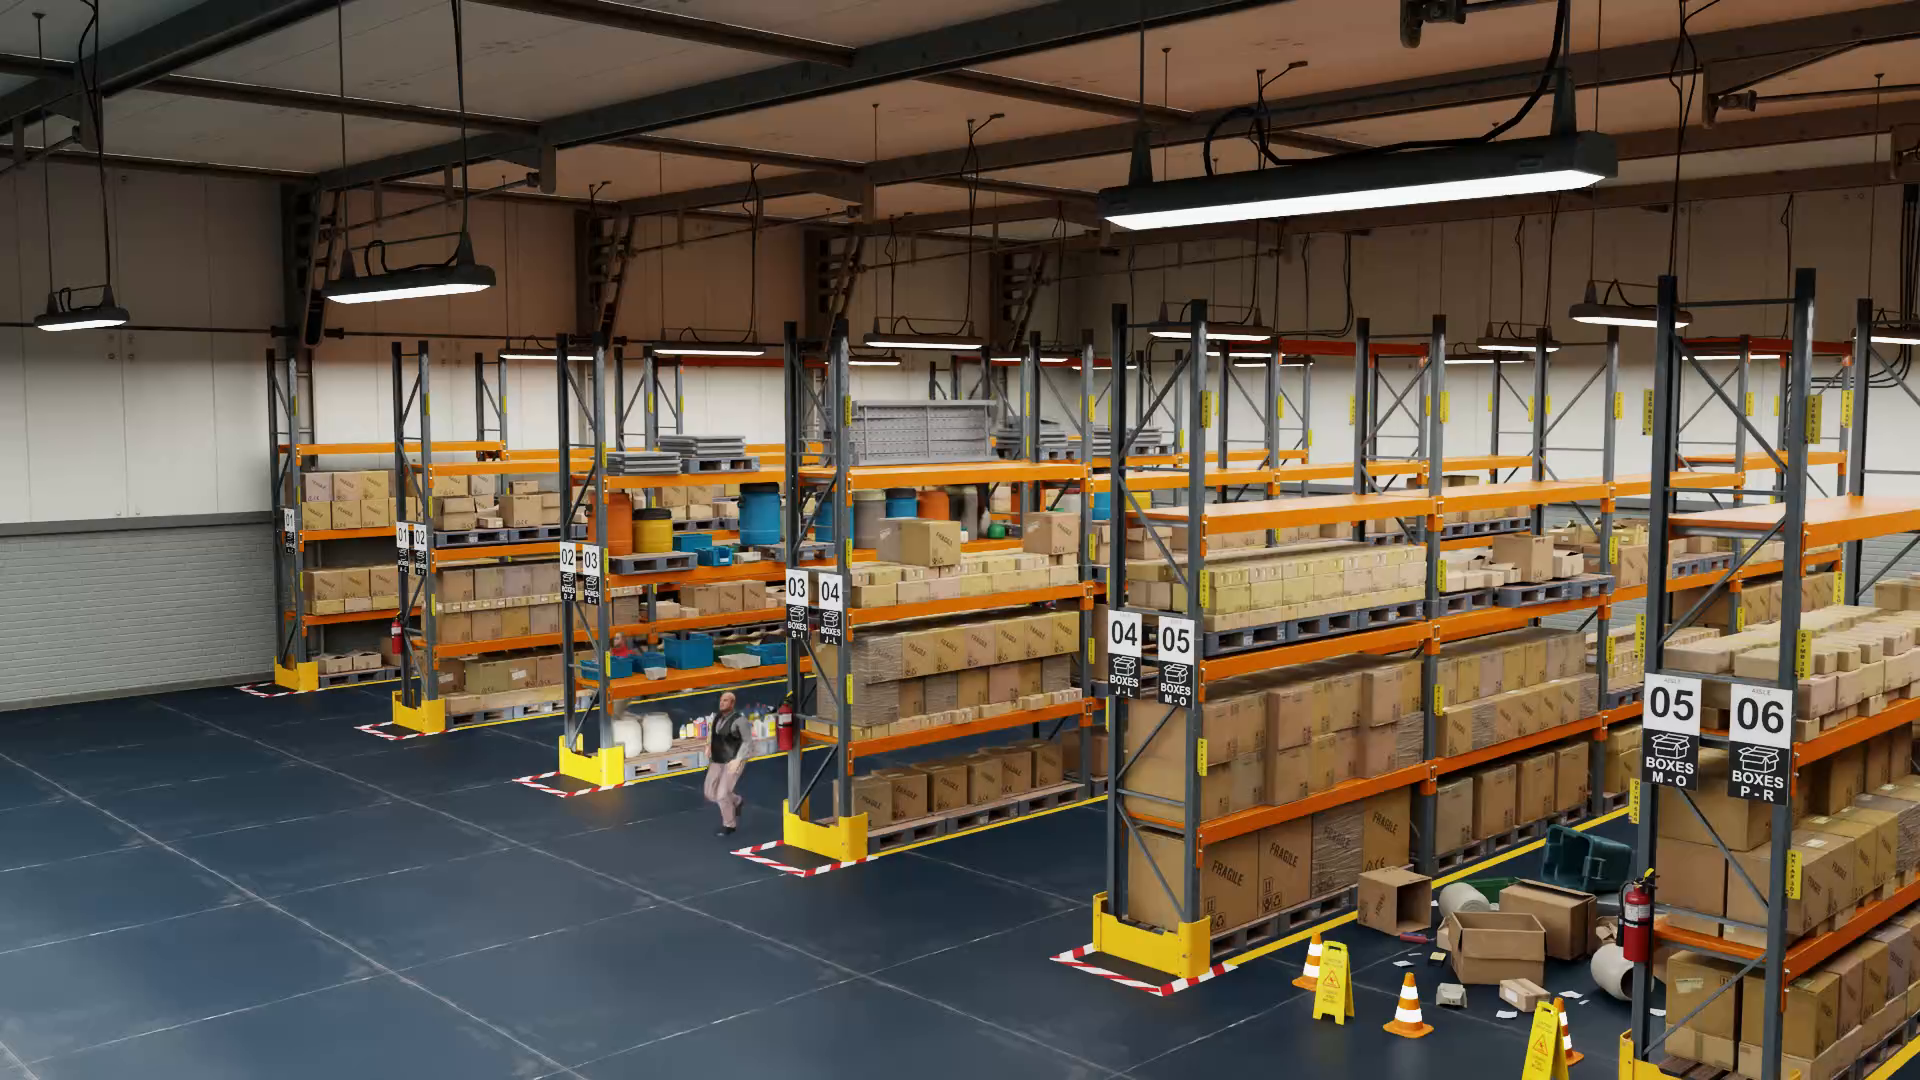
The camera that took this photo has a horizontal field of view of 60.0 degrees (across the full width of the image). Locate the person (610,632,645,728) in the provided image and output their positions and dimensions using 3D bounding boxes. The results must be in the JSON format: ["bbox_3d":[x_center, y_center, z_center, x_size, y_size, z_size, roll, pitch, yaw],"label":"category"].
[{"bbox_3d":[-5.026,2.190,24.689,0.664,1.674,0.645,5,7,43],"label":"person"}]

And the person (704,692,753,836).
[{"bbox_3d":[-2.752,2.638,19.661,0.691,1.689,0.537,5,7,44],"label":"person"}]
